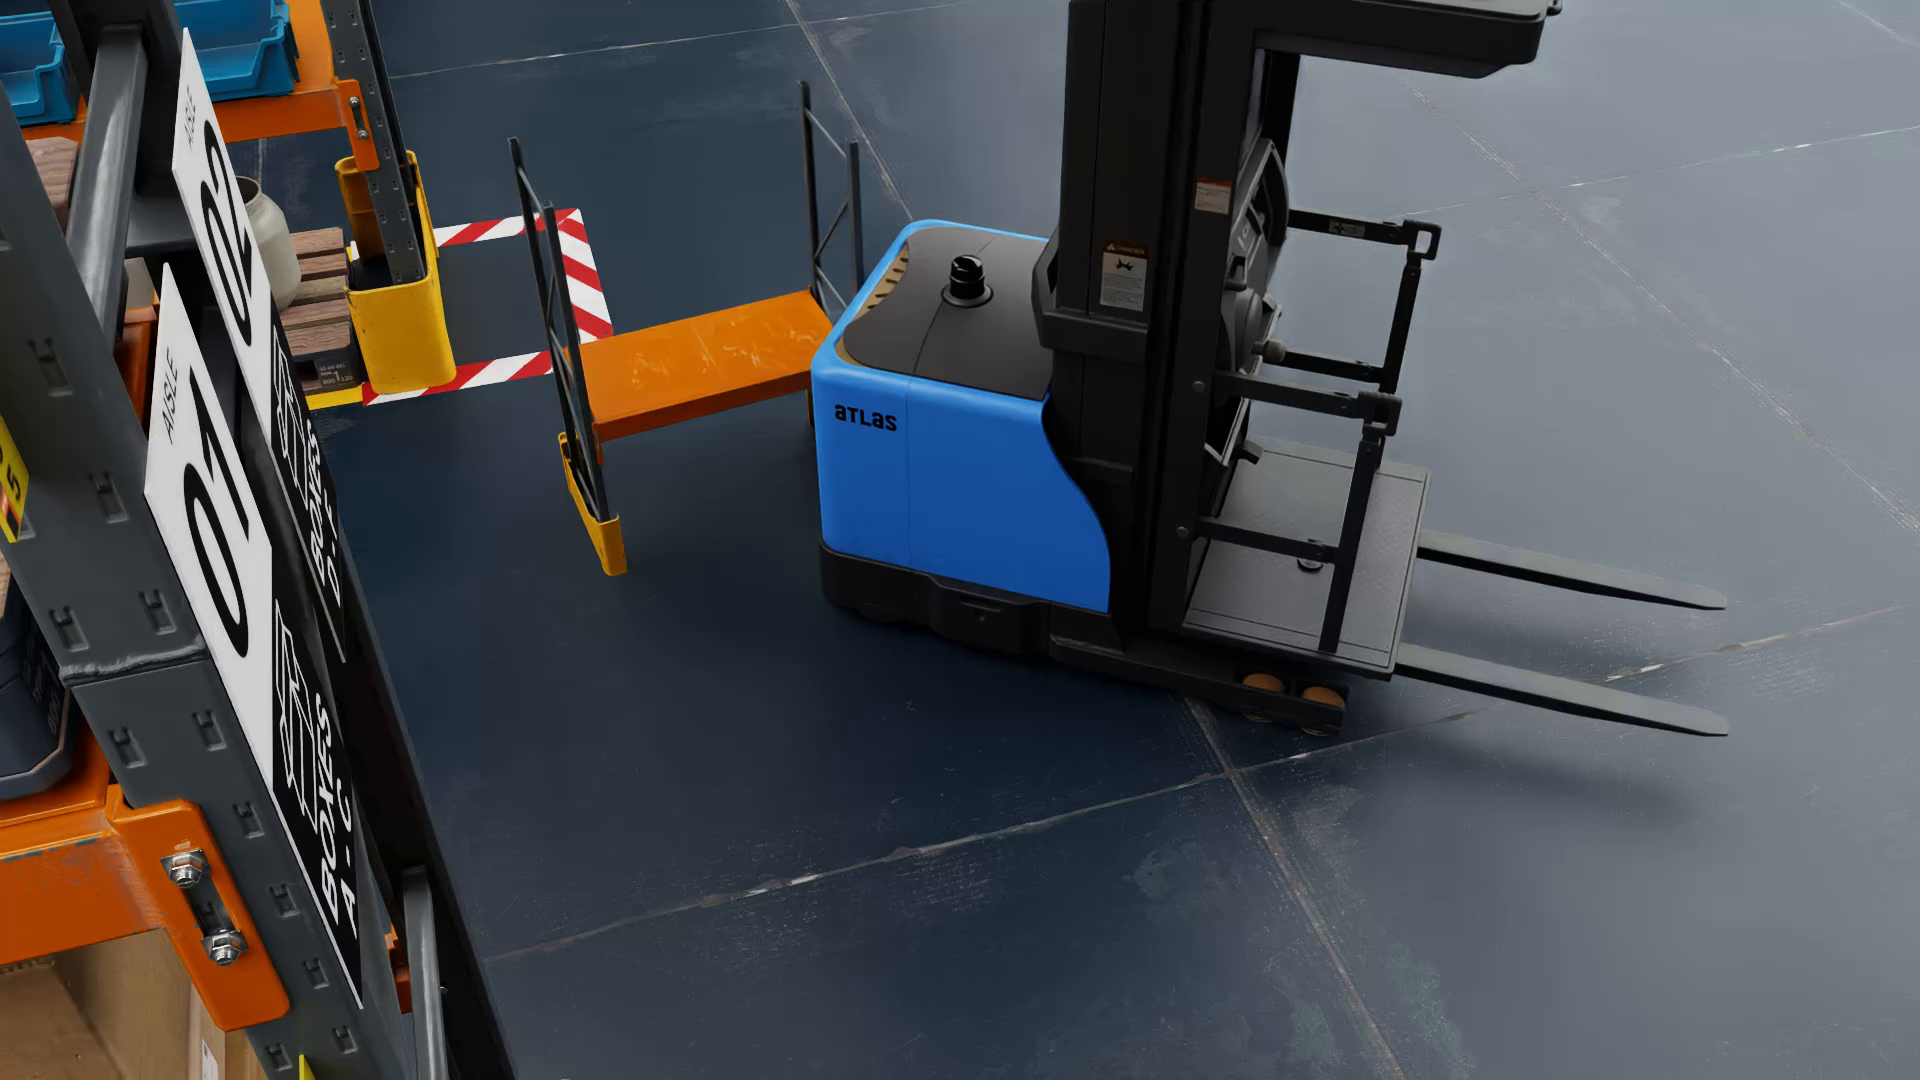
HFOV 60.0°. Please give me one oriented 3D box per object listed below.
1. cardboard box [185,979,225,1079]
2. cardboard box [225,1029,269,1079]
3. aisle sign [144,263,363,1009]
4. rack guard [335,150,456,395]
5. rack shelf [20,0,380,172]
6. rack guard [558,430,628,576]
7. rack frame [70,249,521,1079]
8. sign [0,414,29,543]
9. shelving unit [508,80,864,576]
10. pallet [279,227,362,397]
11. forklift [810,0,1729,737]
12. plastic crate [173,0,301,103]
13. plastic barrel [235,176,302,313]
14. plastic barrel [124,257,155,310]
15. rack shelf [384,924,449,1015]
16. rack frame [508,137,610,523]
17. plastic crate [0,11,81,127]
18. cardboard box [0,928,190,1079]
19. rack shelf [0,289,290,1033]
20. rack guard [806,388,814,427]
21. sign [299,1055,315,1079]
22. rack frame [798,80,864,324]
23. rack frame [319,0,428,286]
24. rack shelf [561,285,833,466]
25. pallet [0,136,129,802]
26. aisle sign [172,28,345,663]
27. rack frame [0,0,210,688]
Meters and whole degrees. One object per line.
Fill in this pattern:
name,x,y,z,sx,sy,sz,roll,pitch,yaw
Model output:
cardboard box,-1.223,0.853,2.424,0.250,0.149,0.380,-12,43,-14
cardboard box,-1.365,0.987,2.765,0.500,0.500,0.700,-12,42,-13
aisle sign,-0.765,0.133,1.842,0.004,0.787,0.394,-12,42,-13
rack guard,-2.458,-1.183,7.224,0.348,0.500,1.175,-12,42,-13
rack shelf,-4.307,-1.503,6.237,4.000,0.370,1.077,-12,42,-13
rack guard,-1.376,-0.145,6.226,0.087,0.250,0.587,-17,44,-18
rack frame,-0.915,0.940,2.894,0.127,3.000,1.000,-12,42,-13
sign,-0.766,-0.150,1.249,0.005,0.325,0.100,-12,42,-13
shelving unit,-0.922,-0.751,5.970,1.083,1.500,0.587,-17,44,-18
pallet,-3.235,-0.917,7.139,1.213,0.211,1.003,-12,42,-13
forklift,1.081,-0.850,4.995,3.031,2.935,1.130,12,43,14
plastic crate,-2.787,-1.826,6.173,0.616,0.251,0.499,-12,42,-13
plastic barrel,-3.005,-1.212,6.929,0.421,0.512,0.421,0,41,0
plastic barrel,-3.483,-1.113,6.816,0.421,0.512,0.421,0,41,0
rack shelf,-2.823,1.606,2.678,4.000,0.370,1.077,-12,42,-13
rack frame,-1.377,-0.615,5.814,0.032,1.500,0.500,-17,44,-18
plastic crate,-3.408,-1.701,6.031,0.408,0.251,0.499,-12,42,-13
cardboard box,-1.415,0.509,2.326,0.500,0.500,0.700,-12,42,-13
rack shelf,-2.823,0.477,1.691,4.000,0.370,1.077,-12,42,-13
rack guard,-0.469,-0.416,6.536,0.087,0.250,0.587,-17,44,-18
sign,-0.766,0.758,2.042,0.005,0.325,0.100,-12,42,-13
rack frame,-0.451,-0.892,6.131,0.032,1.500,0.500,-17,44,-18
rack frame,-2.400,-2.169,6.453,0.127,3.000,1.000,-12,42,-13
rack shelf,-0.914,-0.618,6.091,1.000,0.185,0.538,-17,44,-18
pallet,-1.598,-0.033,1.795,1.213,0.211,1.003,-12,42,-13
aisle sign,-0.945,-0.244,2.273,0.004,0.787,0.394,-12,42,-13
rack frame,-0.915,-1.319,0.920,0.127,3.000,1.000,-12,42,-13
